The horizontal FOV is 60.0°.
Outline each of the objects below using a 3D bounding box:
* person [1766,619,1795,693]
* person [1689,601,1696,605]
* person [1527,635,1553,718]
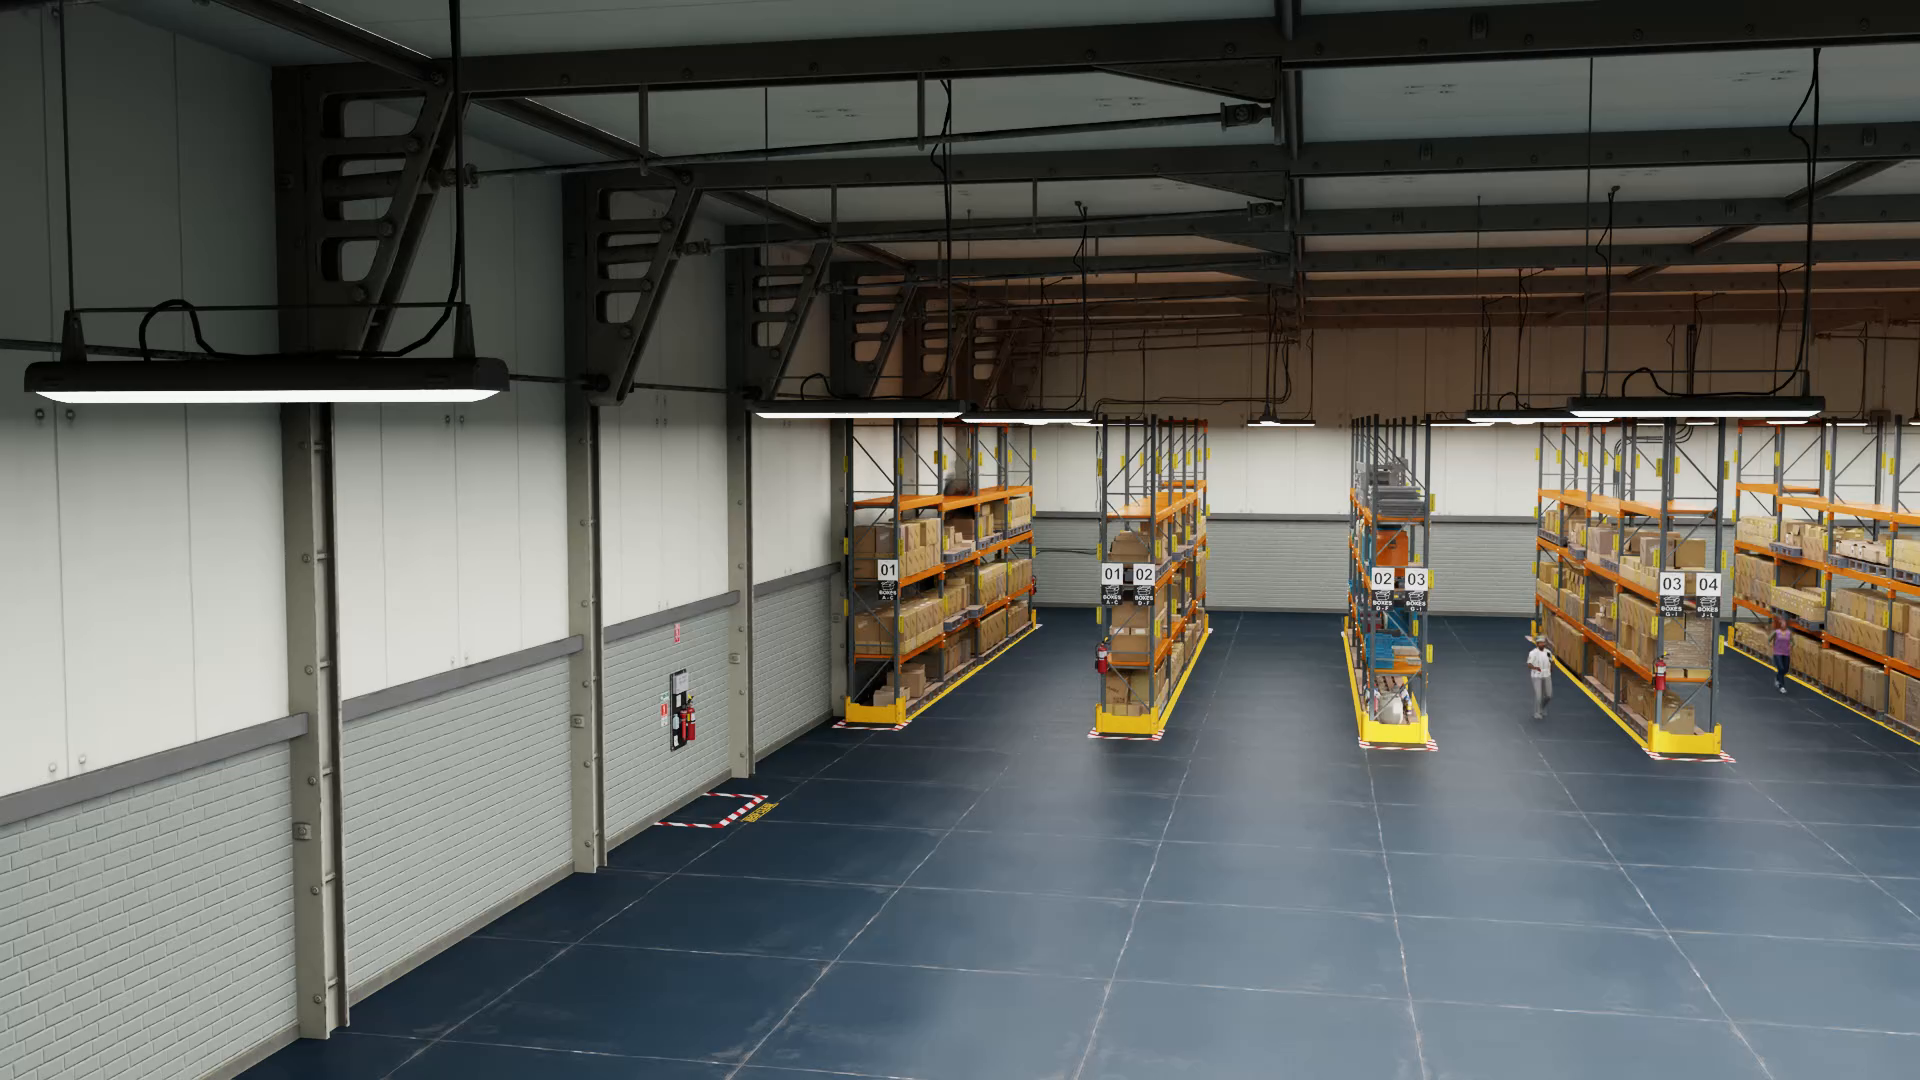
[{"bbox_3d":[17.943,2.513,36.330,0.558,1.581,0.723,0,4,7],"label":"person"},{"bbox_3d":[19.673,1.919,44.668,0.691,1.676,0.714,-2,4,-31],"label":"person"},{"bbox_3d":[11.467,2.703,32.732,0.565,1.658,0.551,0,4,1],"label":"person"}]
